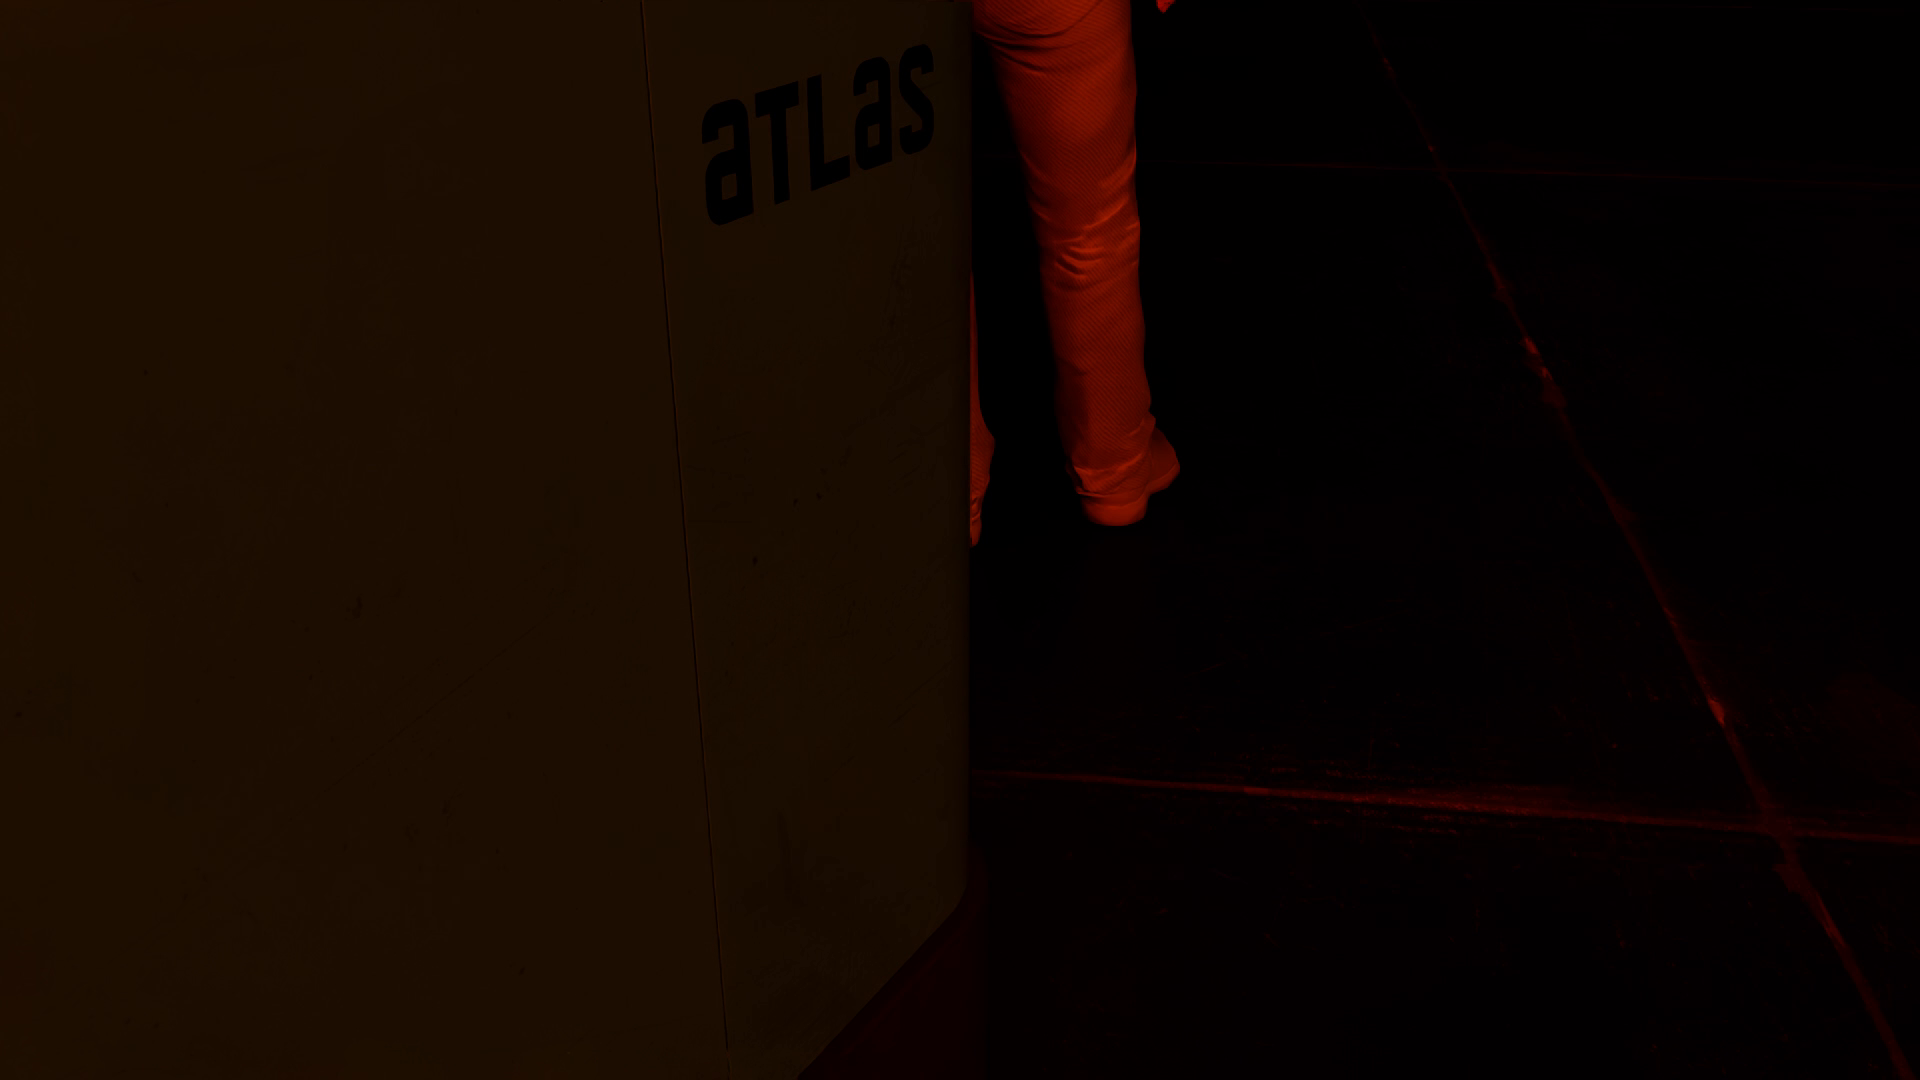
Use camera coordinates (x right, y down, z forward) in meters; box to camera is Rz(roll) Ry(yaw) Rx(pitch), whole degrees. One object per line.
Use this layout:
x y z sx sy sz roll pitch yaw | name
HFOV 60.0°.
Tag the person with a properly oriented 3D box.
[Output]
0.016 -0.828 2.156 0.633 1.775 0.566 3 27 7 | person
